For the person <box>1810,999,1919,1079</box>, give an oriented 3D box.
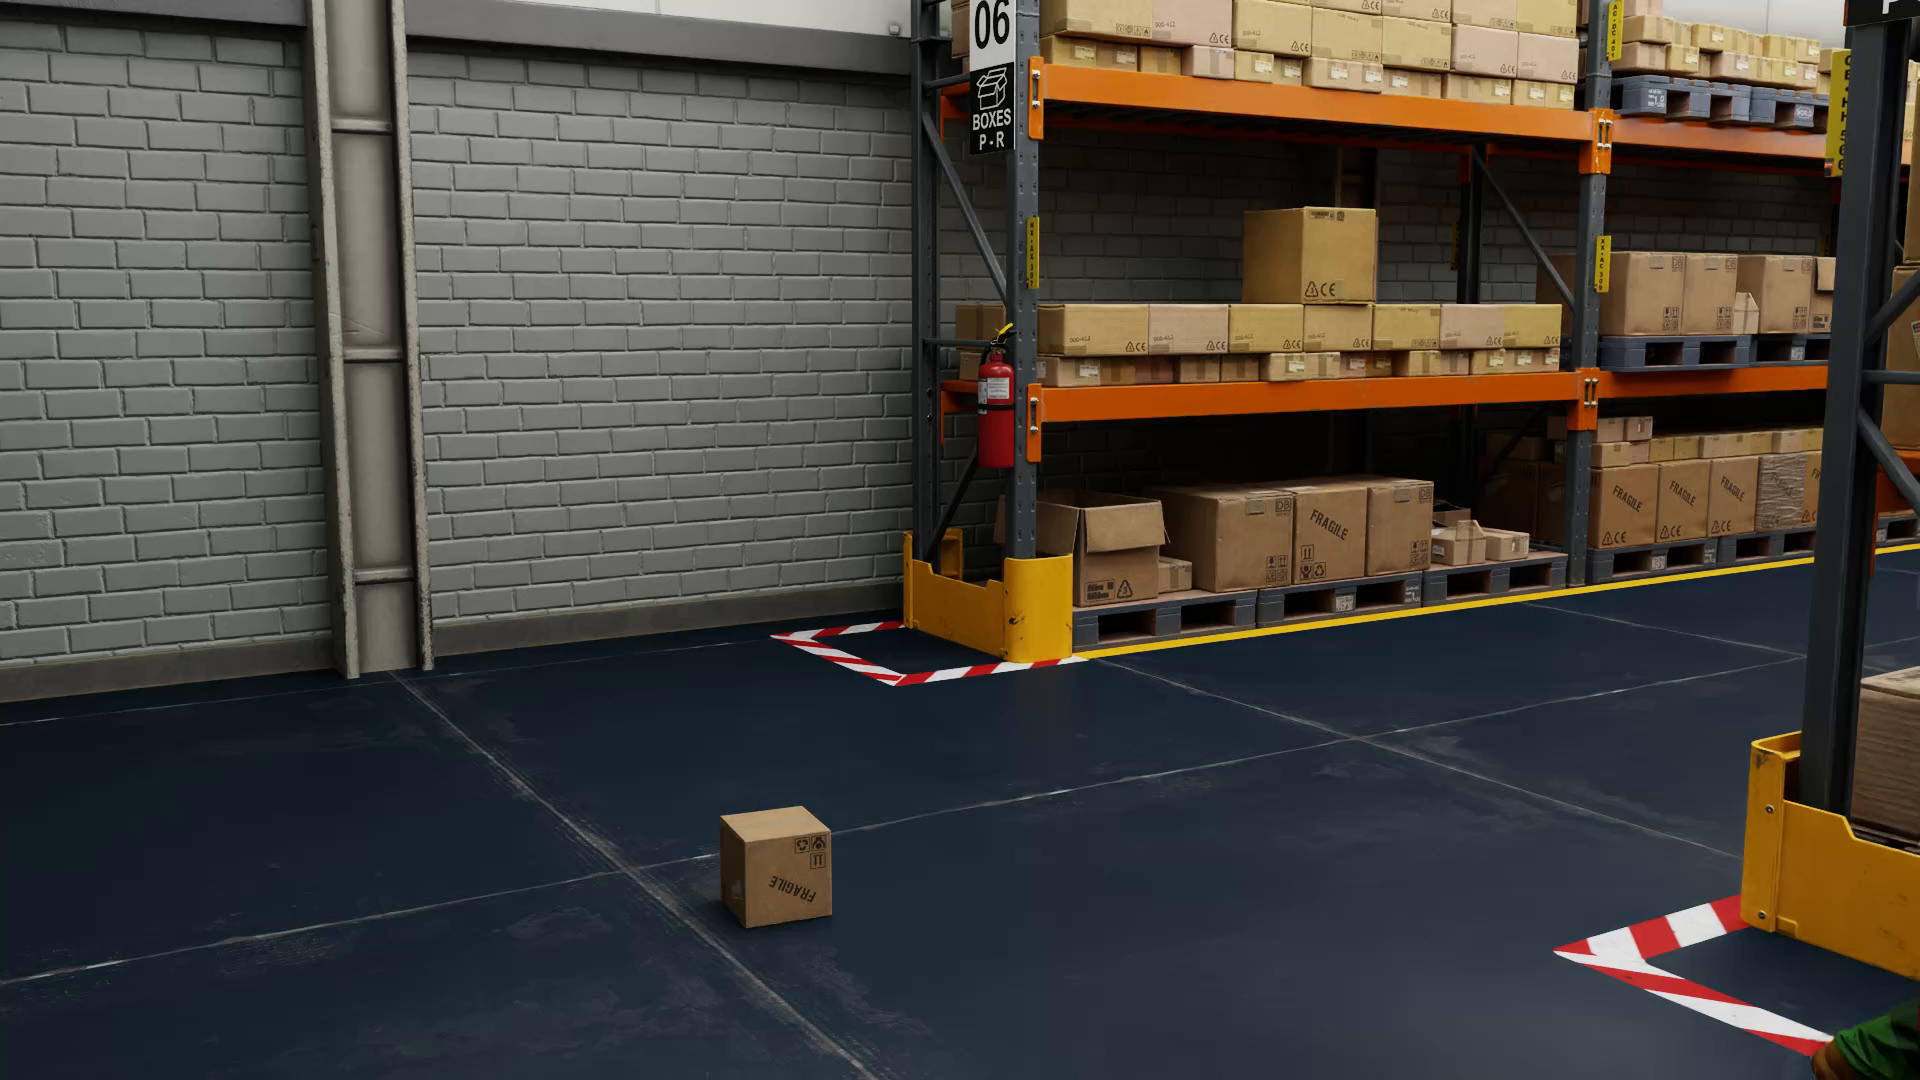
[{"bbox_3d":[1.905,0.421,2.733,0.547,1.764,0.945,-7,11,-41],"label":"person"}]
